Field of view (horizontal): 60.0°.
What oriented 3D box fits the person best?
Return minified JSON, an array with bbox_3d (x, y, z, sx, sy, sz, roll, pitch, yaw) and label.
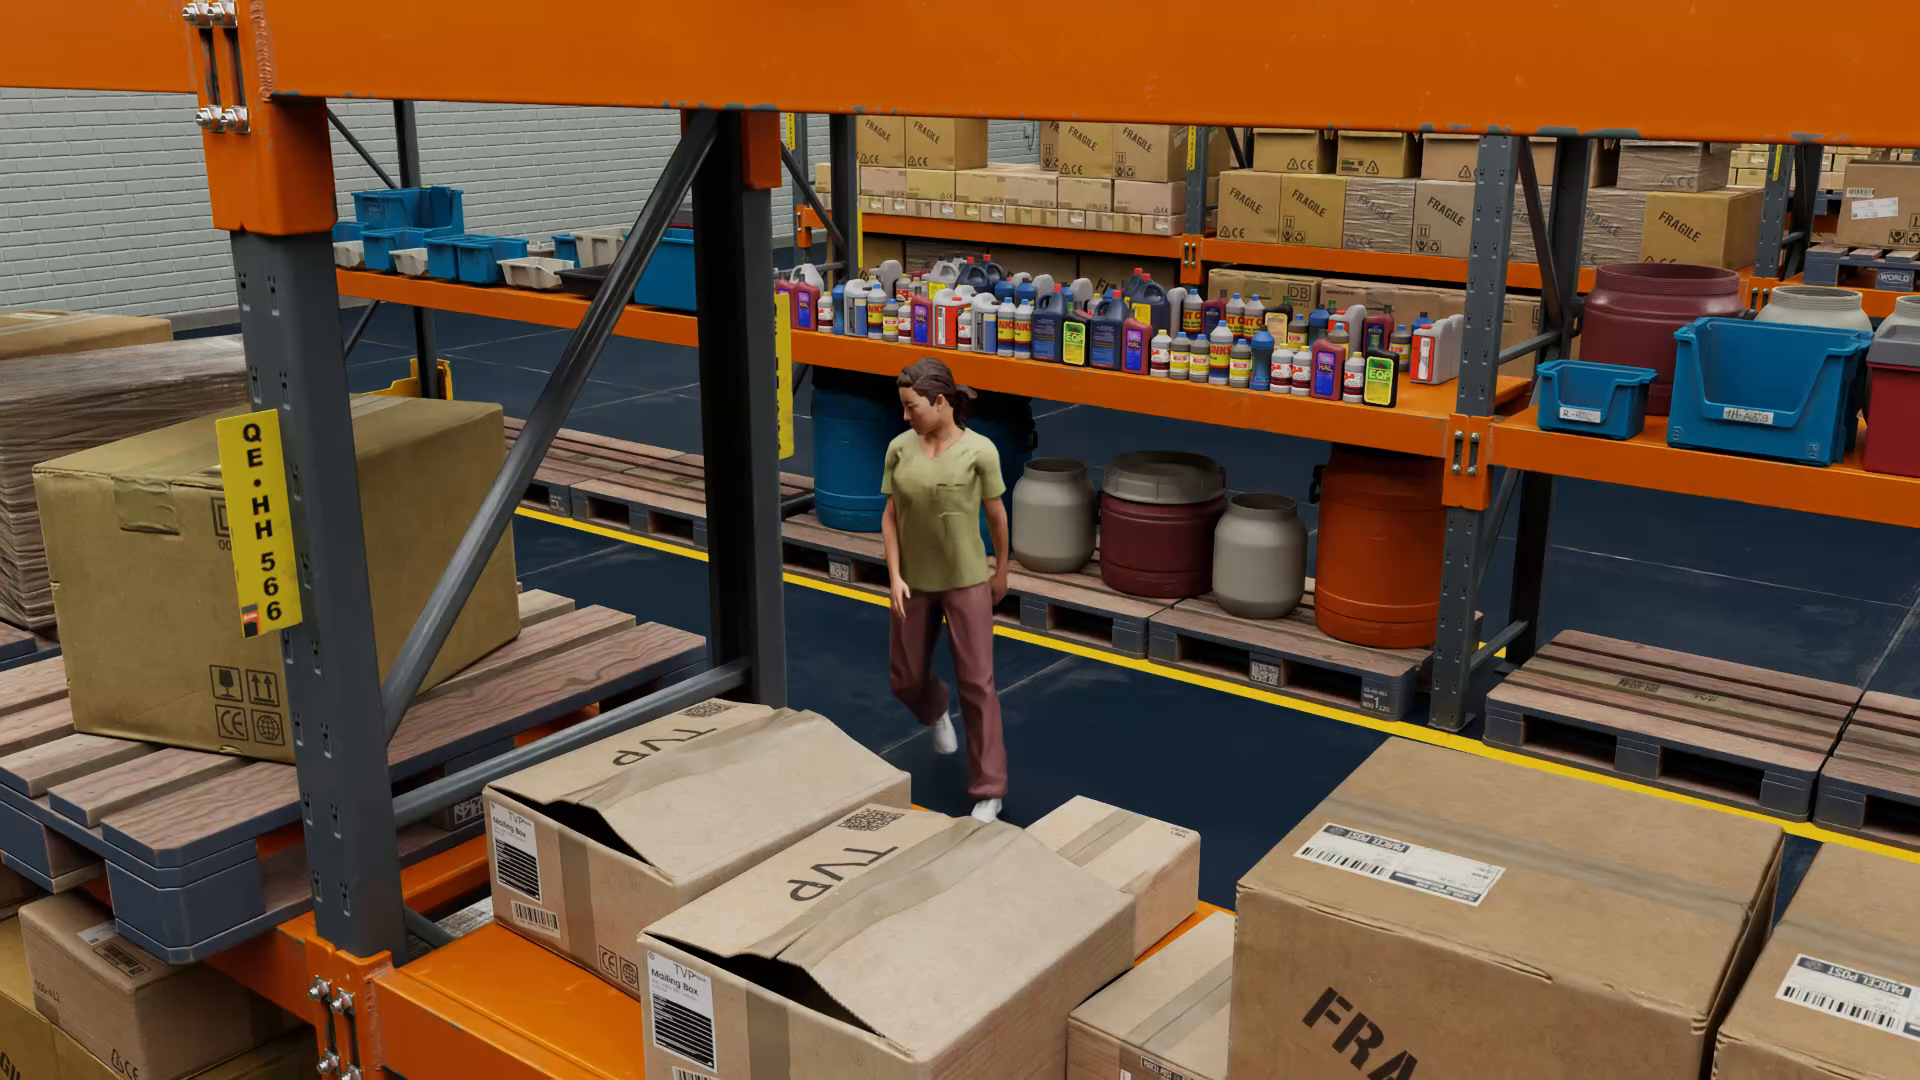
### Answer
[{"bbox_3d":[-0.031,0.150,6.044,0.504,1.649,0.739,5,17,16],"label":"person"}]
